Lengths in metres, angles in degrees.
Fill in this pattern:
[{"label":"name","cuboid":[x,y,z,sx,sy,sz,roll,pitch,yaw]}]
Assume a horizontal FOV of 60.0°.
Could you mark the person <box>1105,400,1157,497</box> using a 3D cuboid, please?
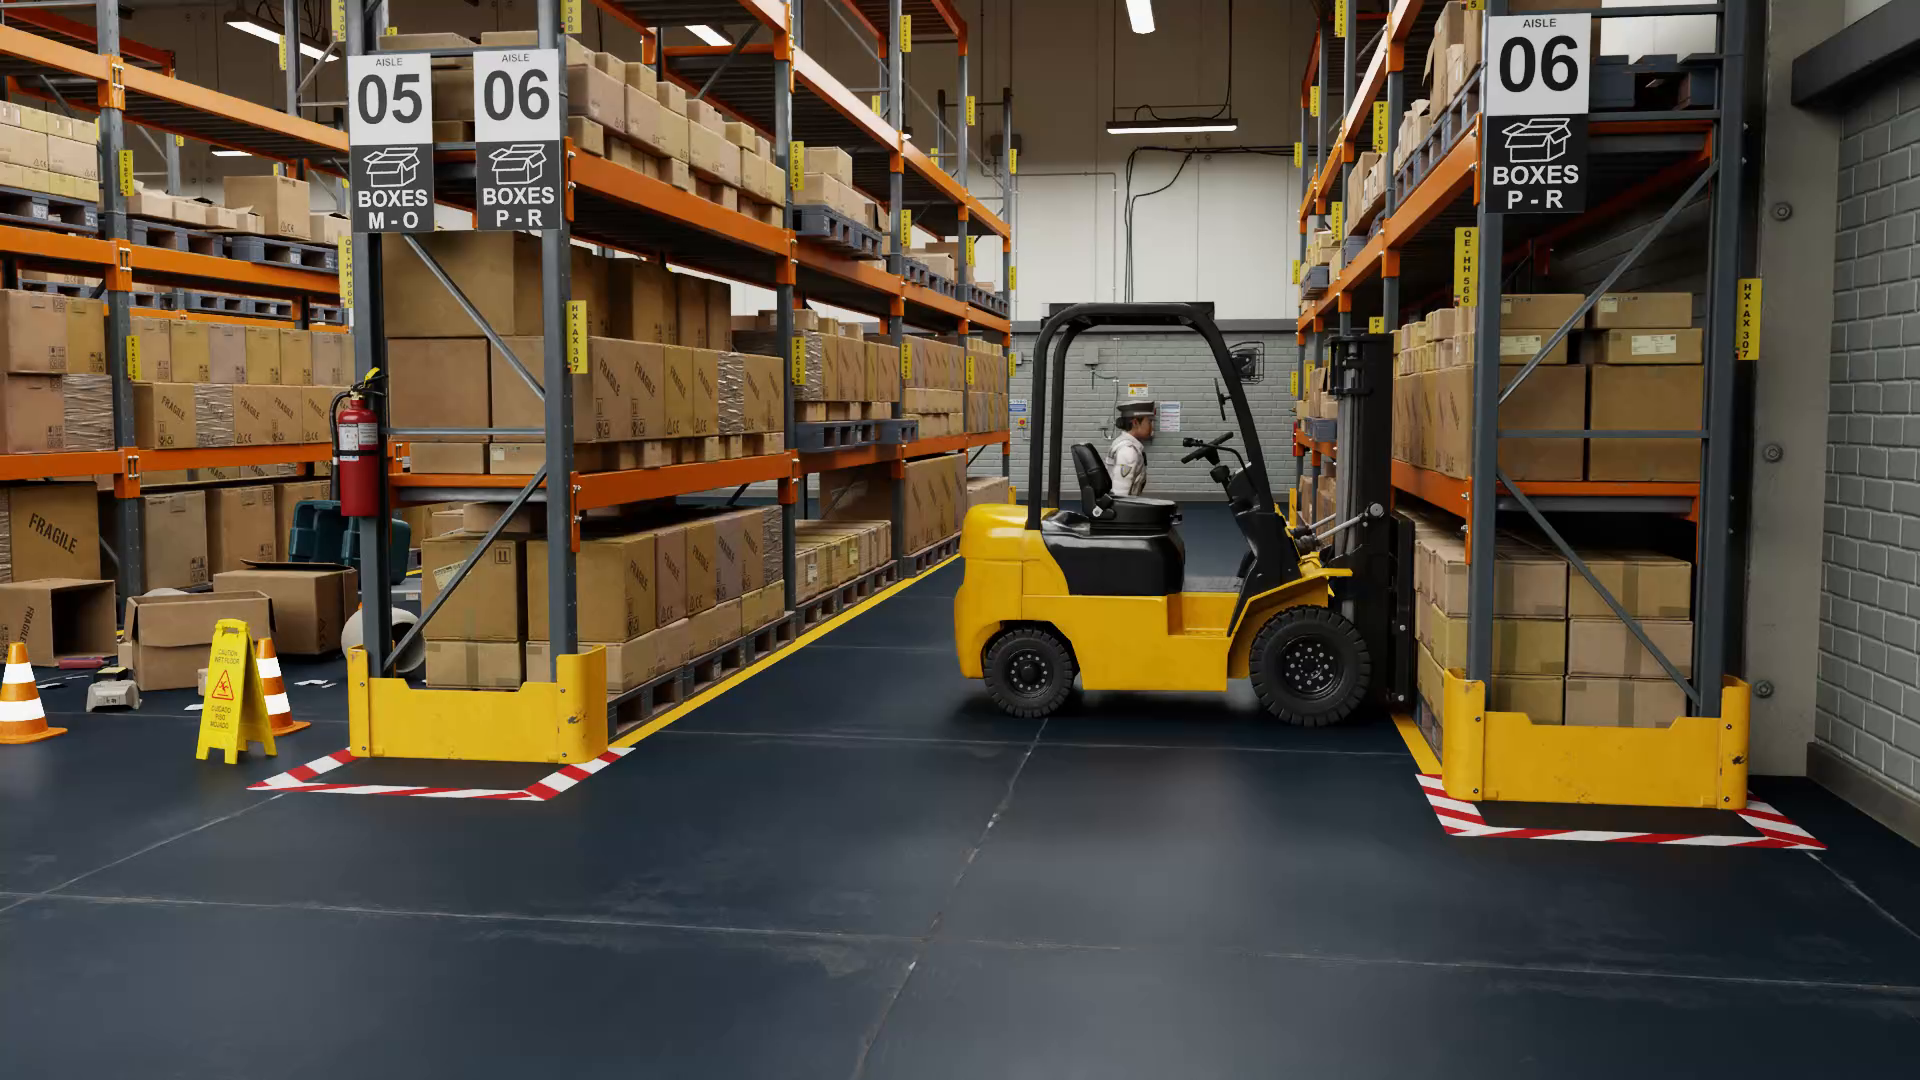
[{"label":"person","cuboid":[1.074,-0.064,10.674,0.374,1.664,0.528,1,5,9]}]
